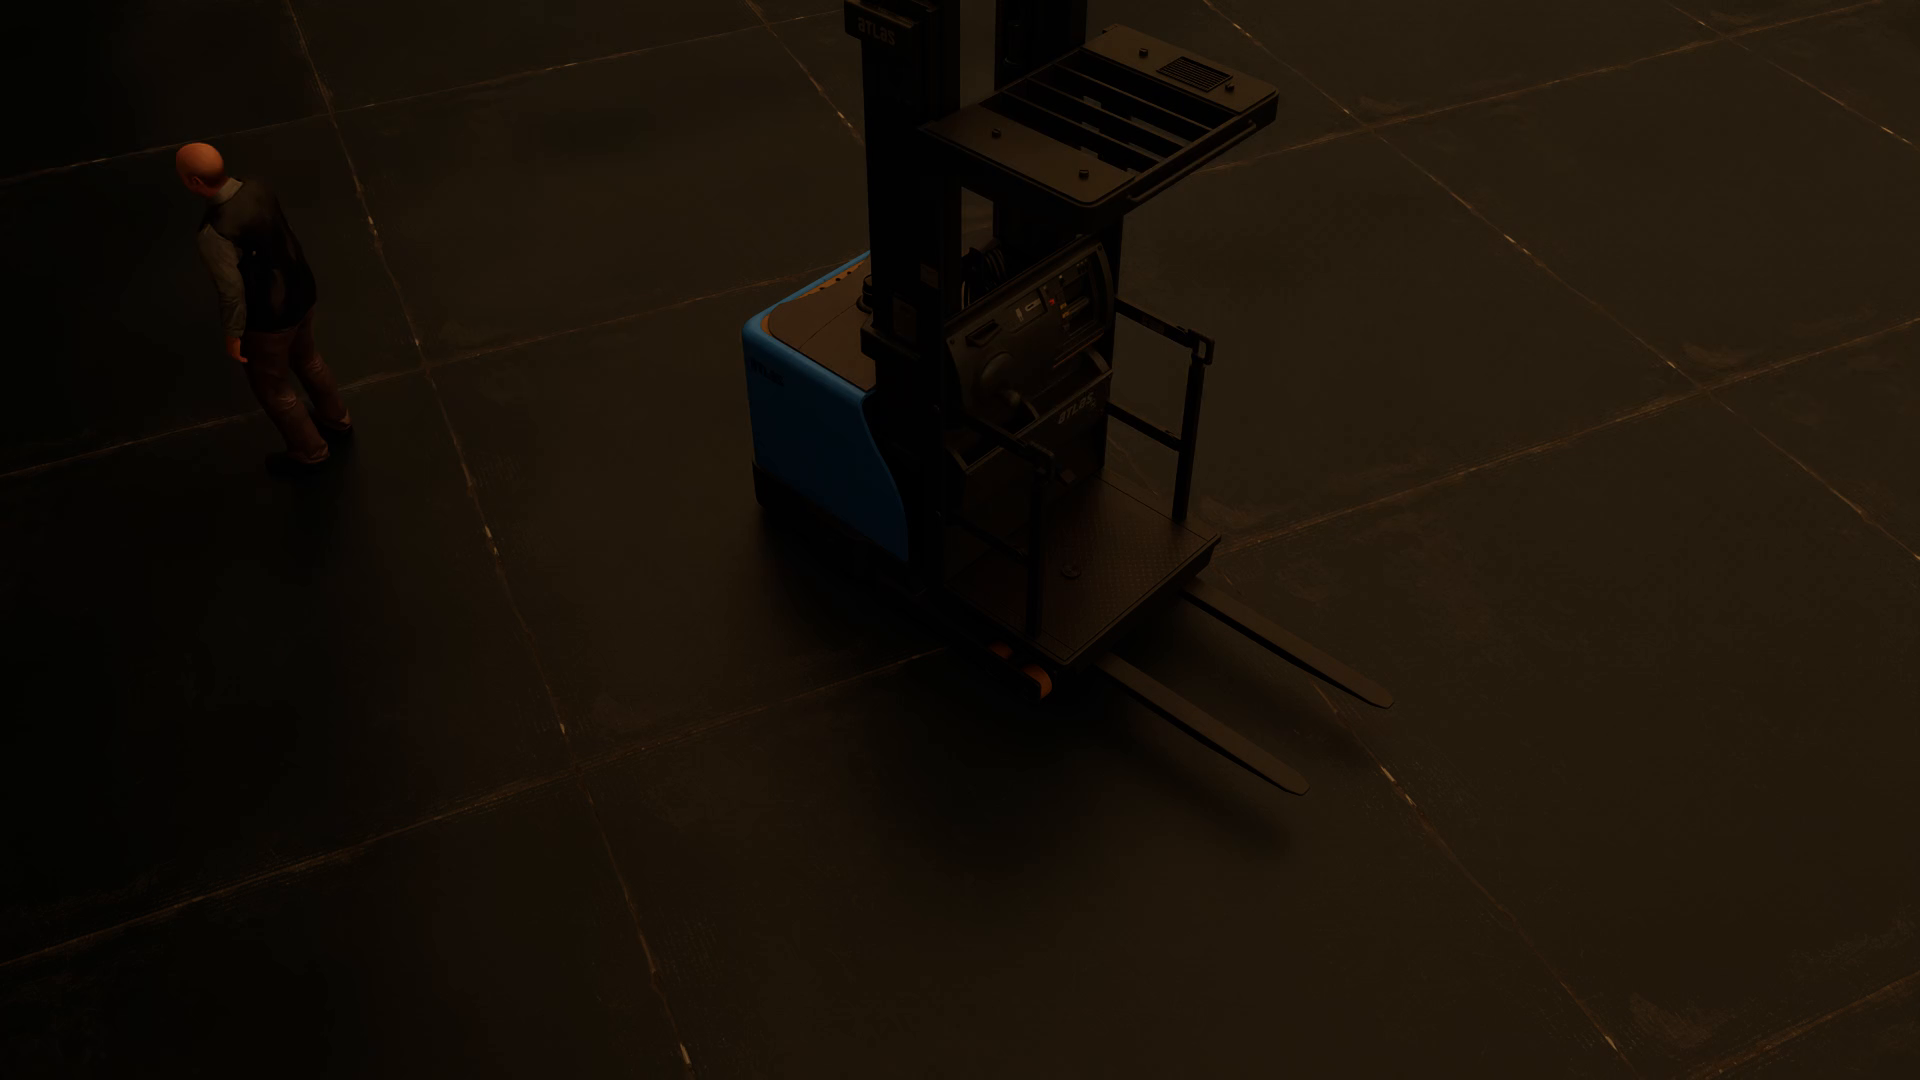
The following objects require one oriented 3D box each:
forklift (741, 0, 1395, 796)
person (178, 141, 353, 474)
[{"bbox_3d":[0.445,-0.788,6.525,3.031,2.935,1.130,32,52,30],"label":"forklift"},{"bbox_3d":[-3.194,-1.068,7.711,0.415,1.721,0.580,9,44,10],"label":"person"}]
